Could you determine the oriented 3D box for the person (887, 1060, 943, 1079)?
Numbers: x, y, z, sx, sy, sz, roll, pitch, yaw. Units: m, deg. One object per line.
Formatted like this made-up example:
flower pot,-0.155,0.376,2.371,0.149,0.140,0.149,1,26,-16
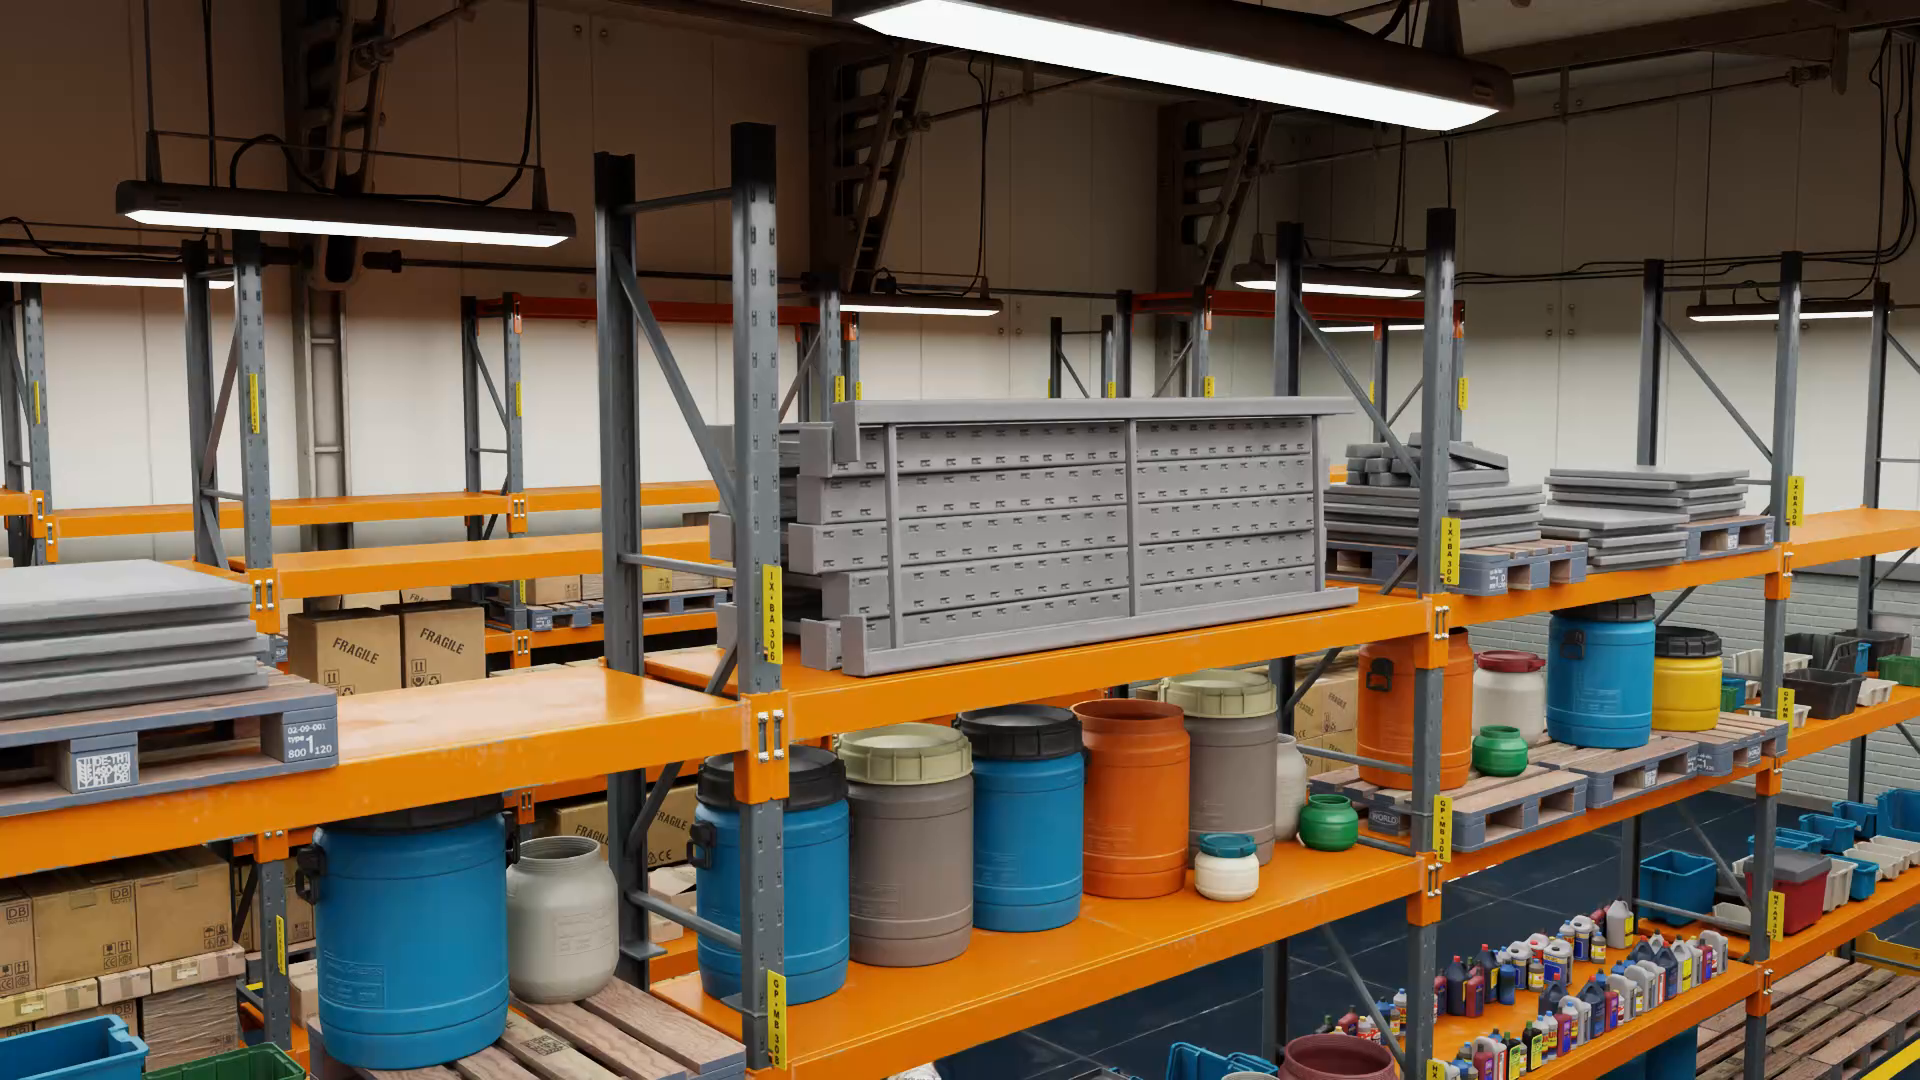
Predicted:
person,-0.106,3.463,9.570,1.063,1.589,0.677,-3,6,-29
